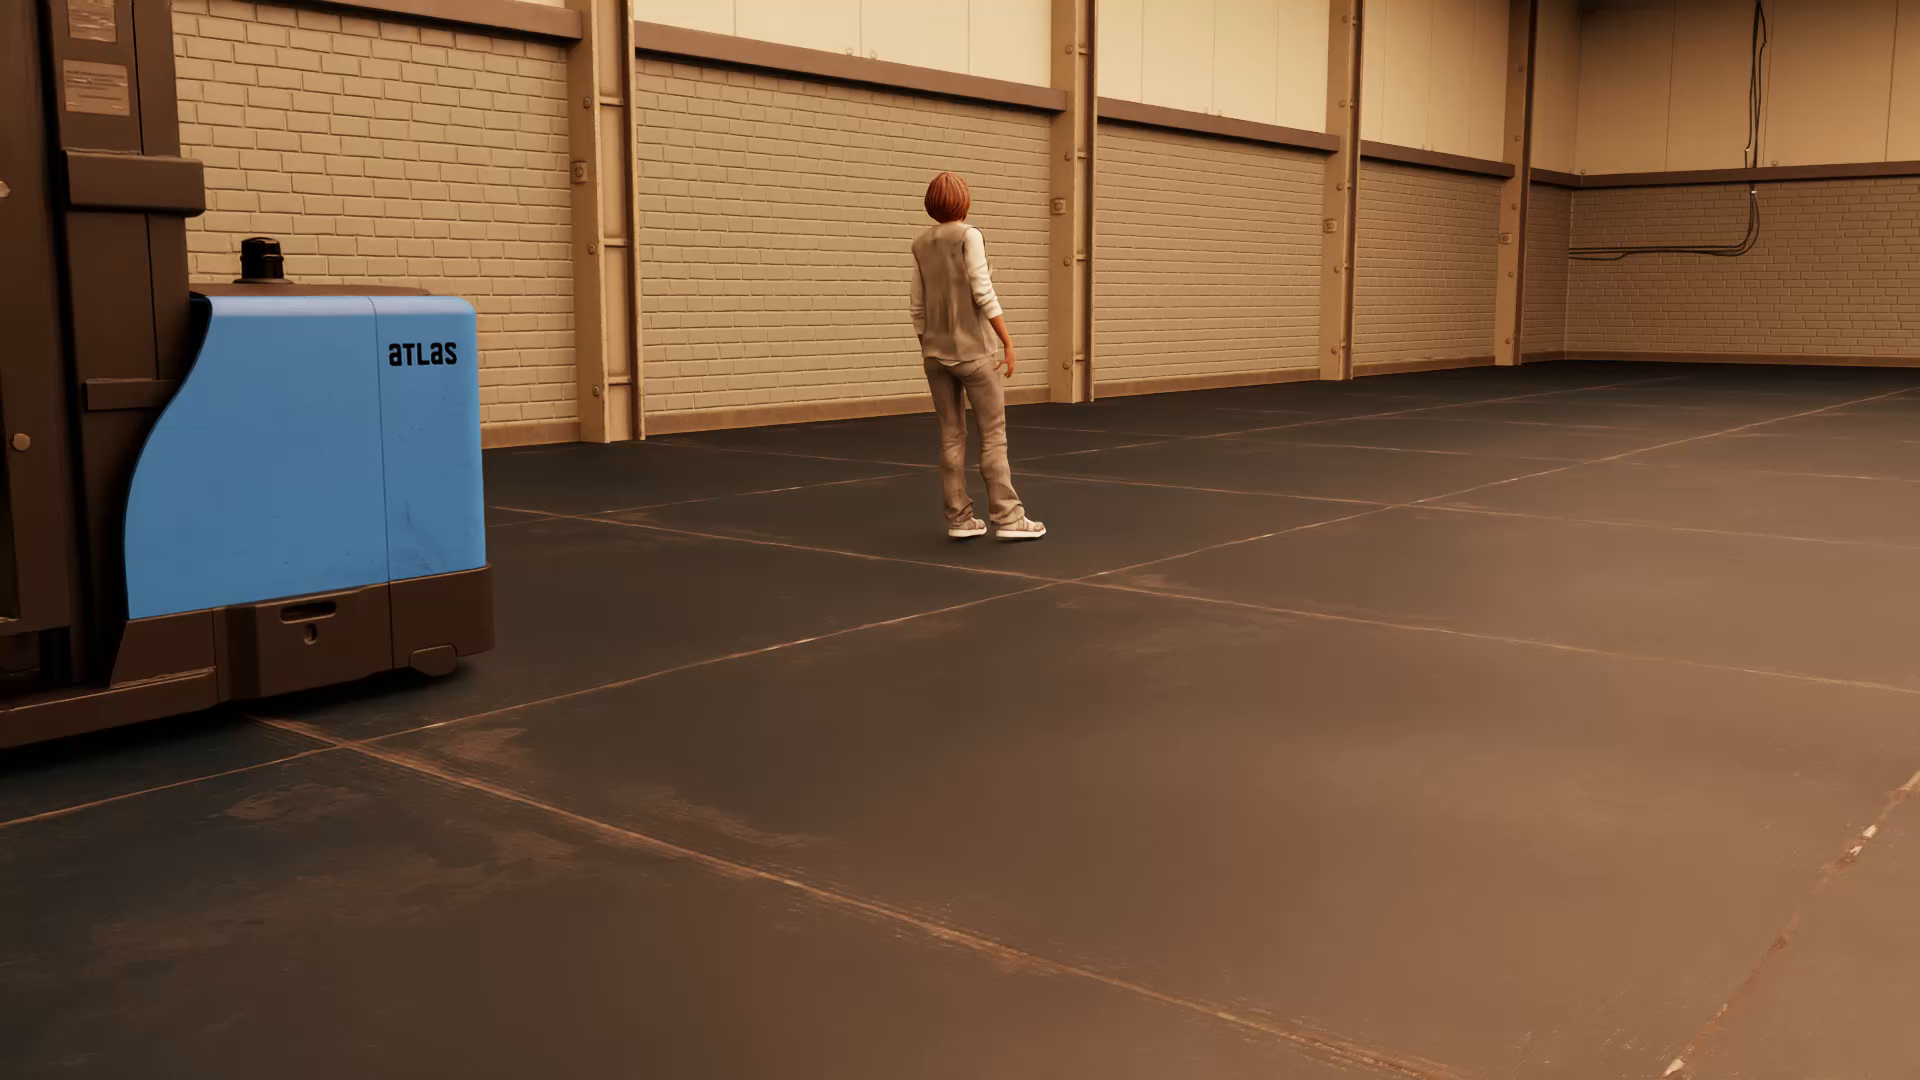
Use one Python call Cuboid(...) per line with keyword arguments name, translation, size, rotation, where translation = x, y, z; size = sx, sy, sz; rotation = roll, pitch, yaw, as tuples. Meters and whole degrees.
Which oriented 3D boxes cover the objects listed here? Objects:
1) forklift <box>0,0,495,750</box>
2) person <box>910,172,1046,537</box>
Cuboid(name="forklift", translation=(-2.657, -0.947, 3.754), size=(1.130, 2.935, 3.031), rotation=(7, 11, 38))
Cuboid(name="person", translation=(0.057, -0.805, 7.336), size=(0.520, 1.597, 0.475), rotation=(7, 11, 38))
